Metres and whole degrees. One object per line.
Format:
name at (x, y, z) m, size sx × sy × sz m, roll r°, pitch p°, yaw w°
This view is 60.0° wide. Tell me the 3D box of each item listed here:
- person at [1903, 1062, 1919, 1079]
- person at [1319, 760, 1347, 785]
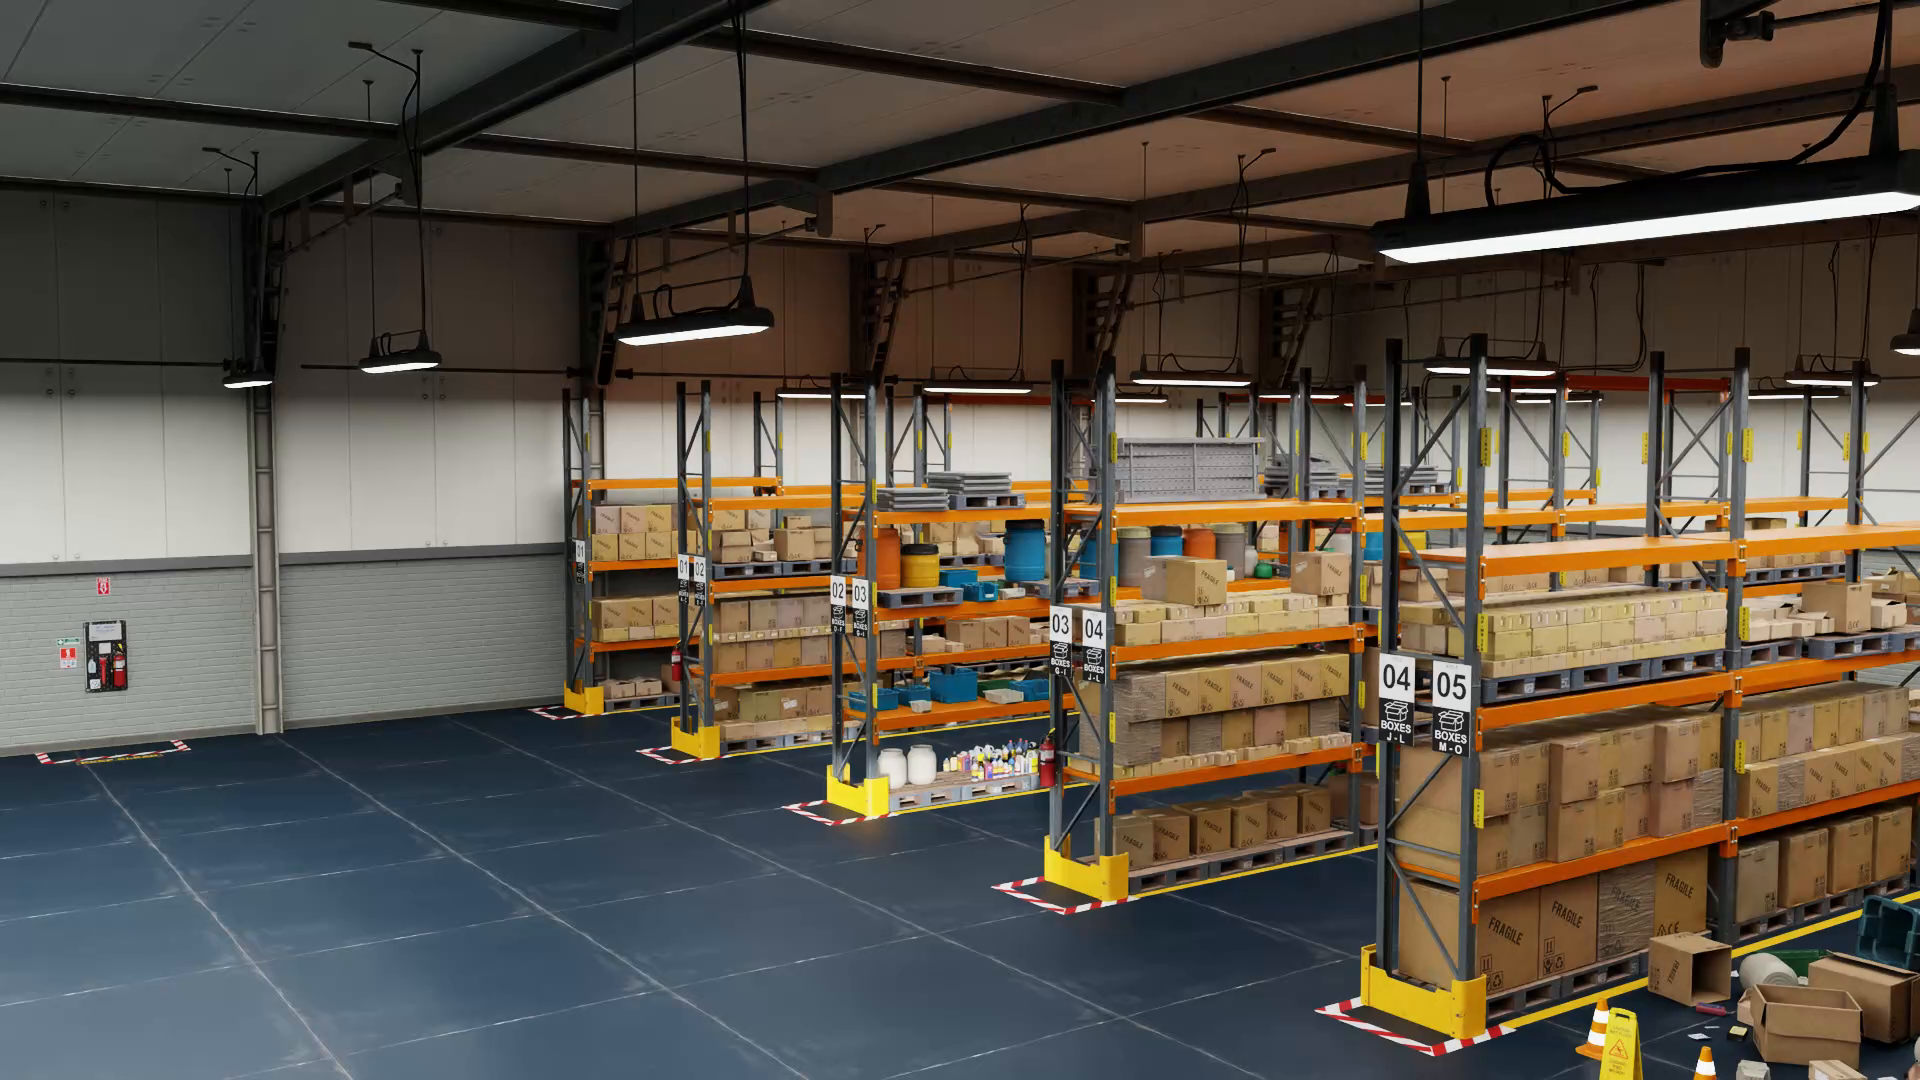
person at (5.228, 3.714, 9.110) m, size 0.423 × 1.734 × 0.531 m, roll 2°, pitch 4°, yaw 23°
person at (5.477, 2.718, 24.301) m, size 0.628 × 1.813 × 0.571 m, roll 0°, pitch 4°, yaw 4°
